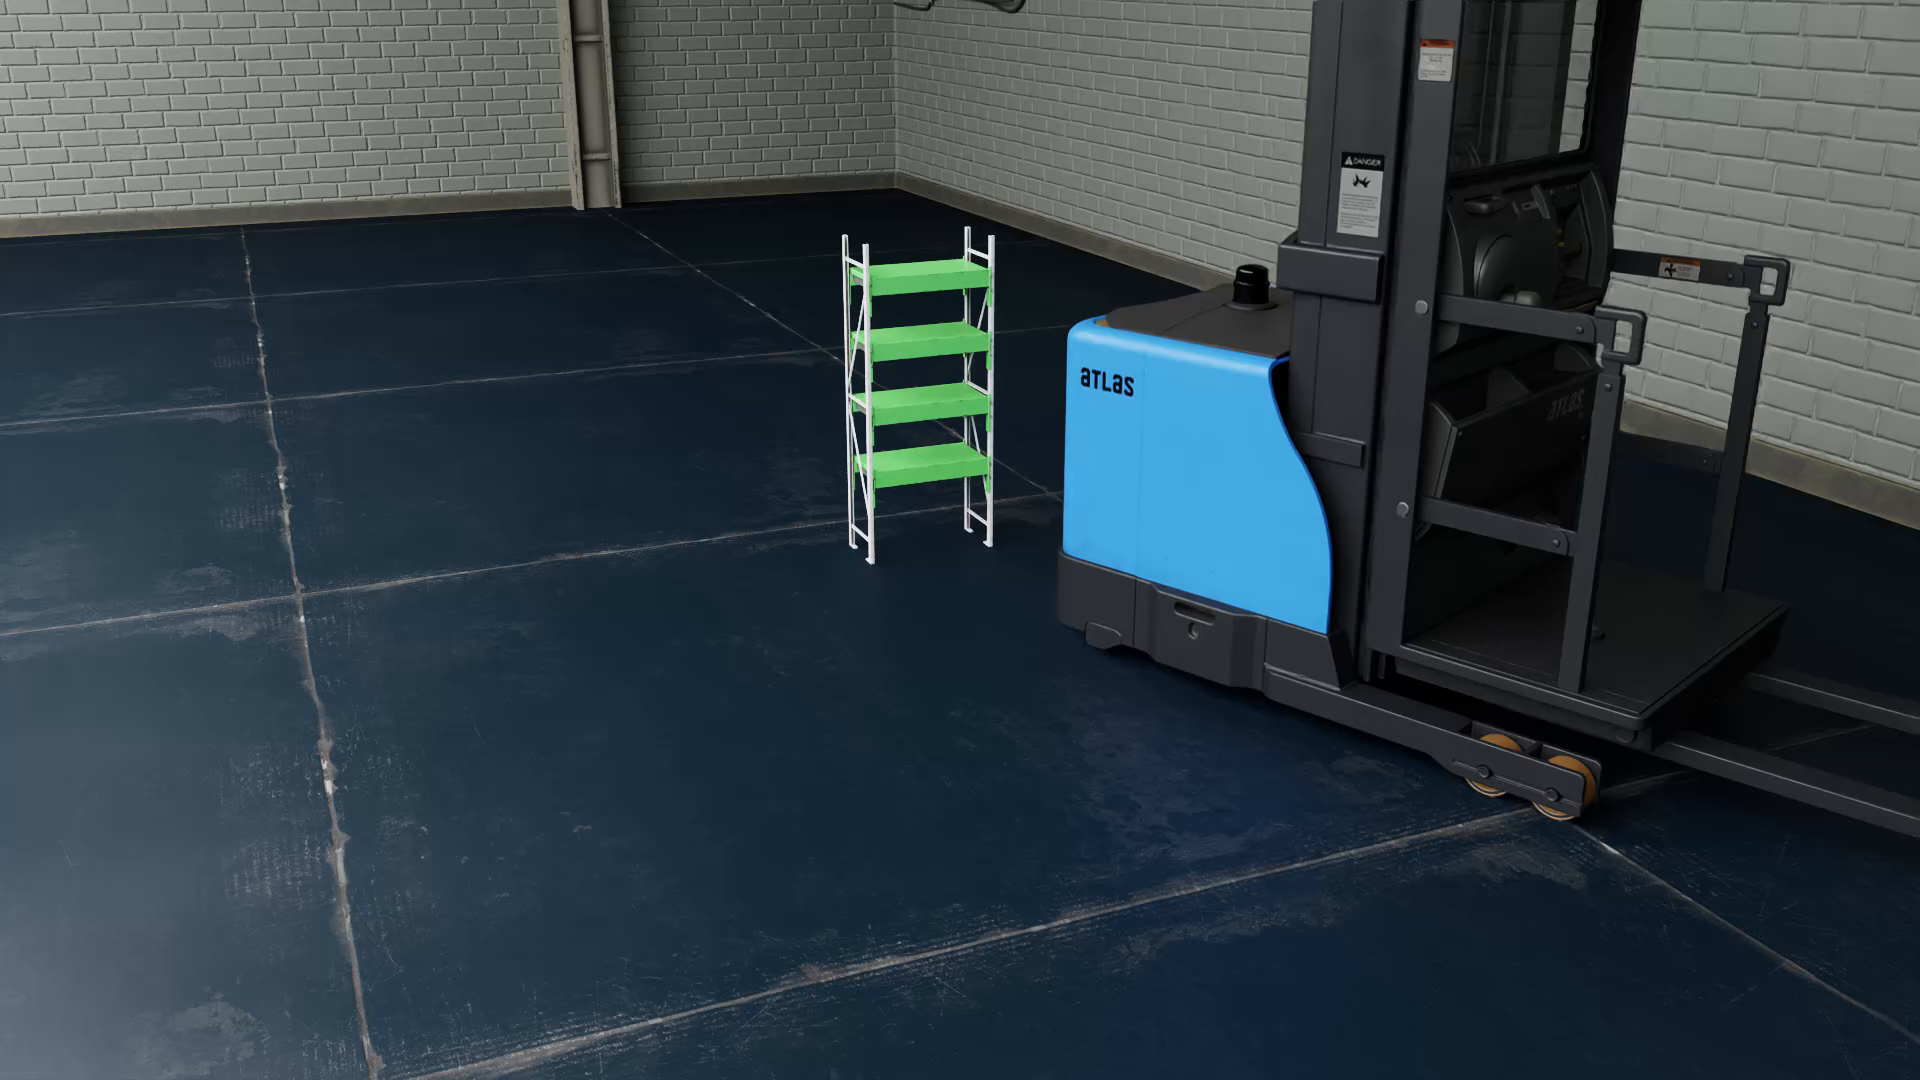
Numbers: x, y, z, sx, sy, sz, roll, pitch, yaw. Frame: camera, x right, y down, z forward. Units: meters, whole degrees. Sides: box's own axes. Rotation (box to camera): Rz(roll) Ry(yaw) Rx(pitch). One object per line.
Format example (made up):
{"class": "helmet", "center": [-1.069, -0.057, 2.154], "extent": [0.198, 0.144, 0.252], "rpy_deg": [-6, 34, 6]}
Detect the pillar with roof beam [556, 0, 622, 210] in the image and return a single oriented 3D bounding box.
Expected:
{"class": "pillar with roof beam", "center": [-1.604, -5.970, 9.929], "extent": [0.400, 9.000, 9.100], "rpy_deg": [-8, 21, -22]}

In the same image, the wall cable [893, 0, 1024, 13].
{"class": "wall cable", "center": [-0.080, -5.803, 14.129], "extent": [0.112, 2.526, 3.097], "rpy_deg": [-8, 21, -22]}

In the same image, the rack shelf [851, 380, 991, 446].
{"class": "rack shelf", "center": [-0.152, -0.484, 6.282], "extent": [0.480, 0.148, 0.258], "rpy_deg": [-8, 21, -22]}

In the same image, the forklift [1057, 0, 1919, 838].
{"class": "forklift", "center": [1.739, -0.835, 4.479], "extent": [3.031, 2.935, 1.130], "rpy_deg": [17, 26, 40]}

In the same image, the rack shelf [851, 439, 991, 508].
{"class": "rack shelf", "center": [-0.152, -0.258, 6.362], "extent": [0.480, 0.148, 0.258], "rpy_deg": [-8, 21, -22]}

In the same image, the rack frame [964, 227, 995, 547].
{"class": "rack frame", "center": [0.072, -0.576, 6.352], "extent": [0.015, 1.200, 0.240], "rpy_deg": [-8, 21, -22]}

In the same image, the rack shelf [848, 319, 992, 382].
{"class": "rack shelf", "center": [-0.152, -0.710, 6.202], "extent": [0.480, 0.148, 0.258], "rpy_deg": [-8, 21, -22]}

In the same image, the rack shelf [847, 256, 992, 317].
{"class": "rack shelf", "center": [-0.152, -0.937, 6.123], "extent": [0.480, 0.148, 0.258], "rpy_deg": [-8, 21, -22]}

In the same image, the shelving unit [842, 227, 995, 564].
{"class": "shelving unit", "center": [-0.152, -0.544, 6.261], "extent": [0.503, 1.200, 0.258], "rpy_deg": [-8, 21, -22]}

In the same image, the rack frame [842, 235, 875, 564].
{"class": "rack frame", "center": [-0.376, -0.512, 6.170], "extent": [0.015, 1.200, 0.240], "rpy_deg": [-8, 21, -22]}
